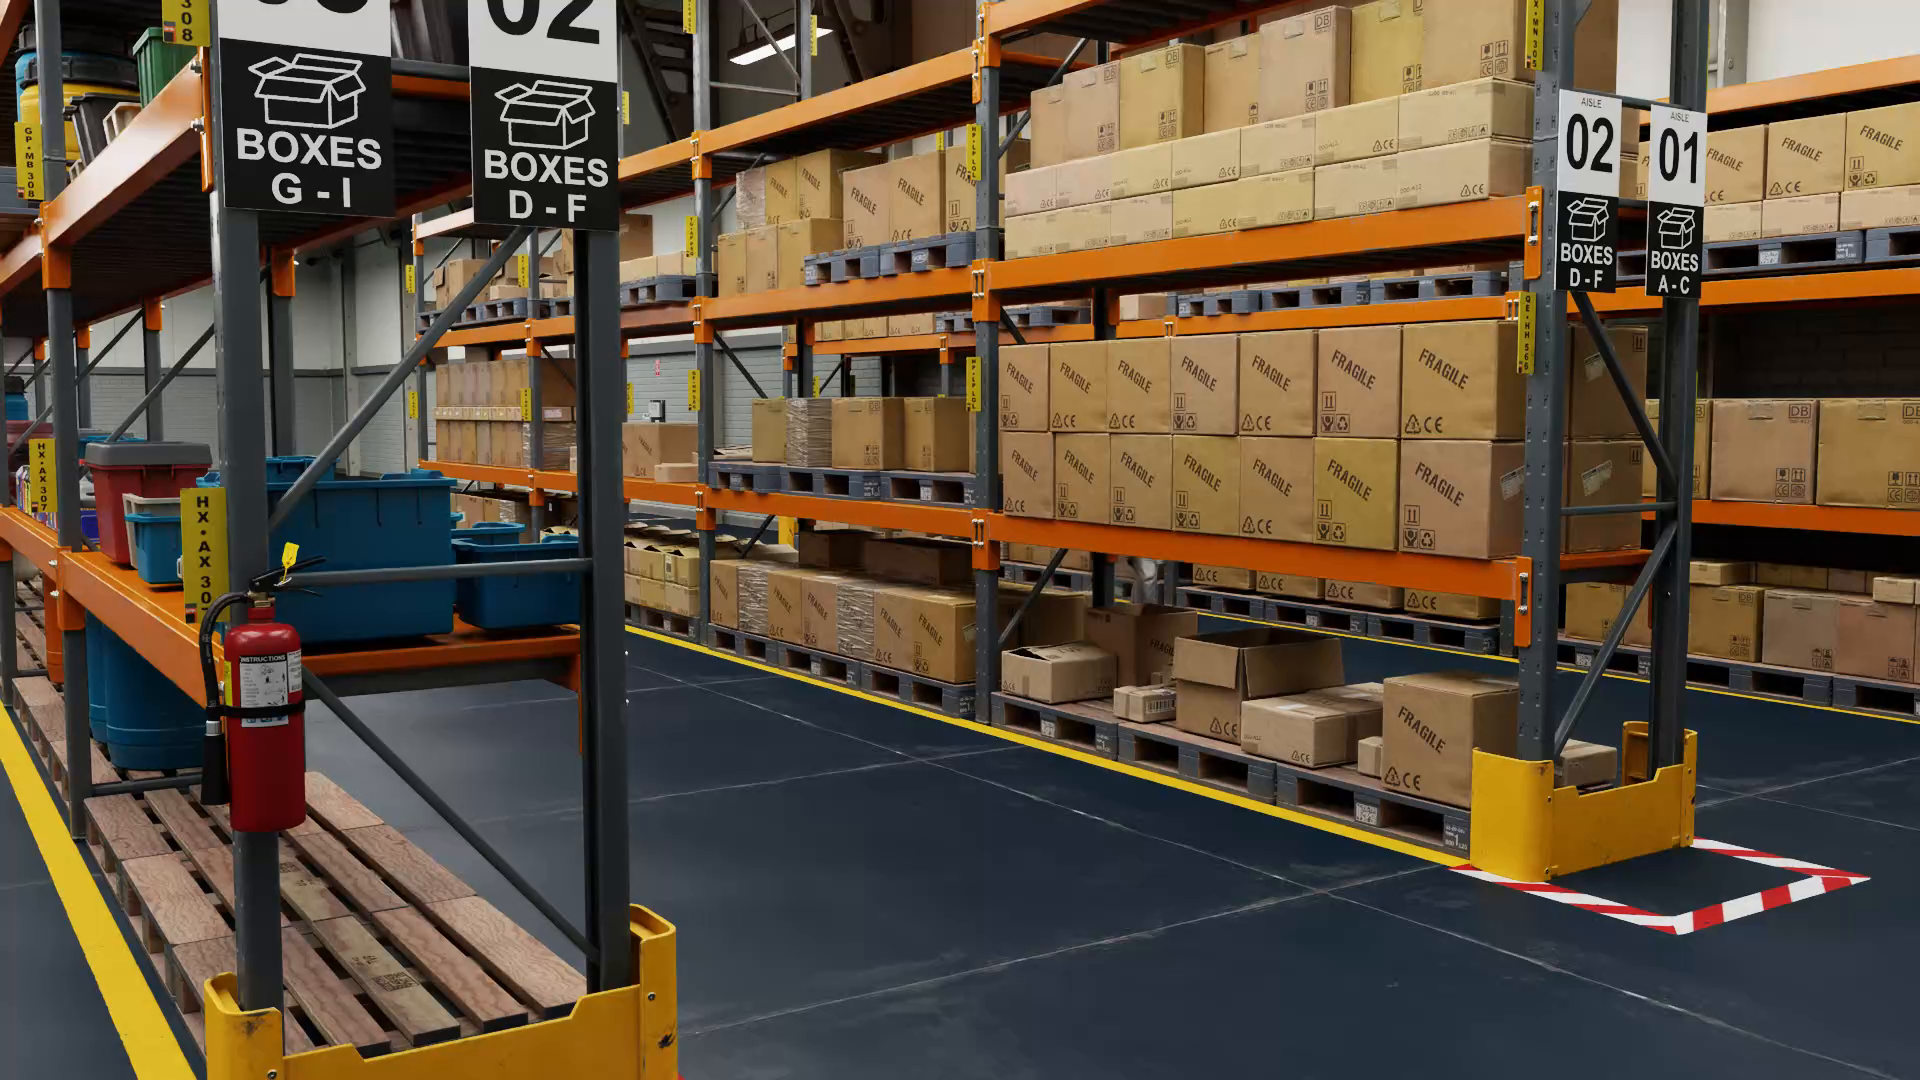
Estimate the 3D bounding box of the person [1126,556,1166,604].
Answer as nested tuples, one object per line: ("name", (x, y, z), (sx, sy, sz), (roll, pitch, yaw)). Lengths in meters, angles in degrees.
("person", (1.520, 0.003, 13.622), (0.616, 1.863, 0.666), (-3, 5, -29))
